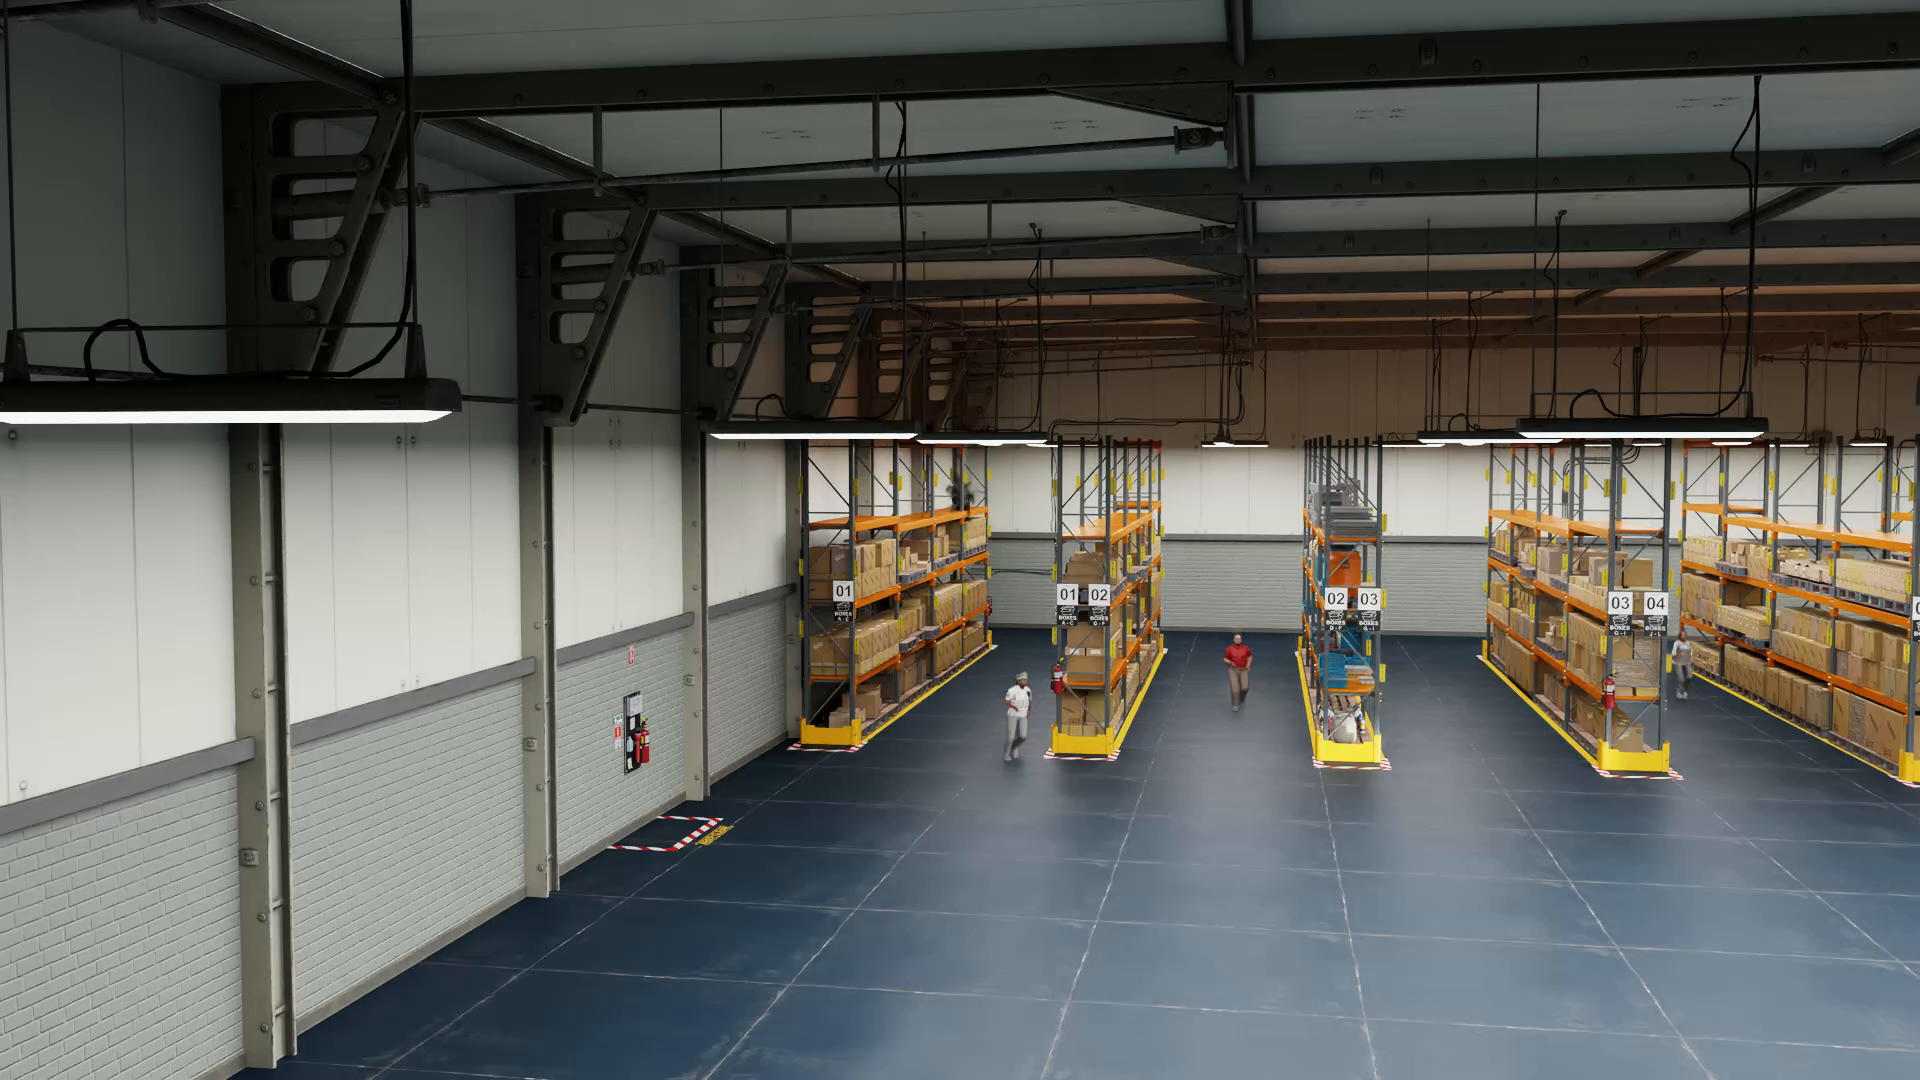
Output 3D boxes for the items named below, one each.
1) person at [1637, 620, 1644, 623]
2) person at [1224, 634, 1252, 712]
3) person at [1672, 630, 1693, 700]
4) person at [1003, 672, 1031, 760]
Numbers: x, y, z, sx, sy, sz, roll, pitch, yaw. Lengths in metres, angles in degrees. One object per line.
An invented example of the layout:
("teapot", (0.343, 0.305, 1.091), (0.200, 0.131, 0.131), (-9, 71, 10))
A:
("person", (17.782, 2.563, 43.564), (0.638, 1.625, 0.508), (1, 3, 21))
("person", (6.079, 2.949, 36.250), (0.640, 1.635, 0.645), (0, 3, 1))
("person", (16.580, 2.867, 38.082), (0.516, 1.588, 0.608), (0, 3, 4))
("person", (1.110, 3.249, 30.668), (0.583, 1.627, 0.520), (-1, 3, -17))
